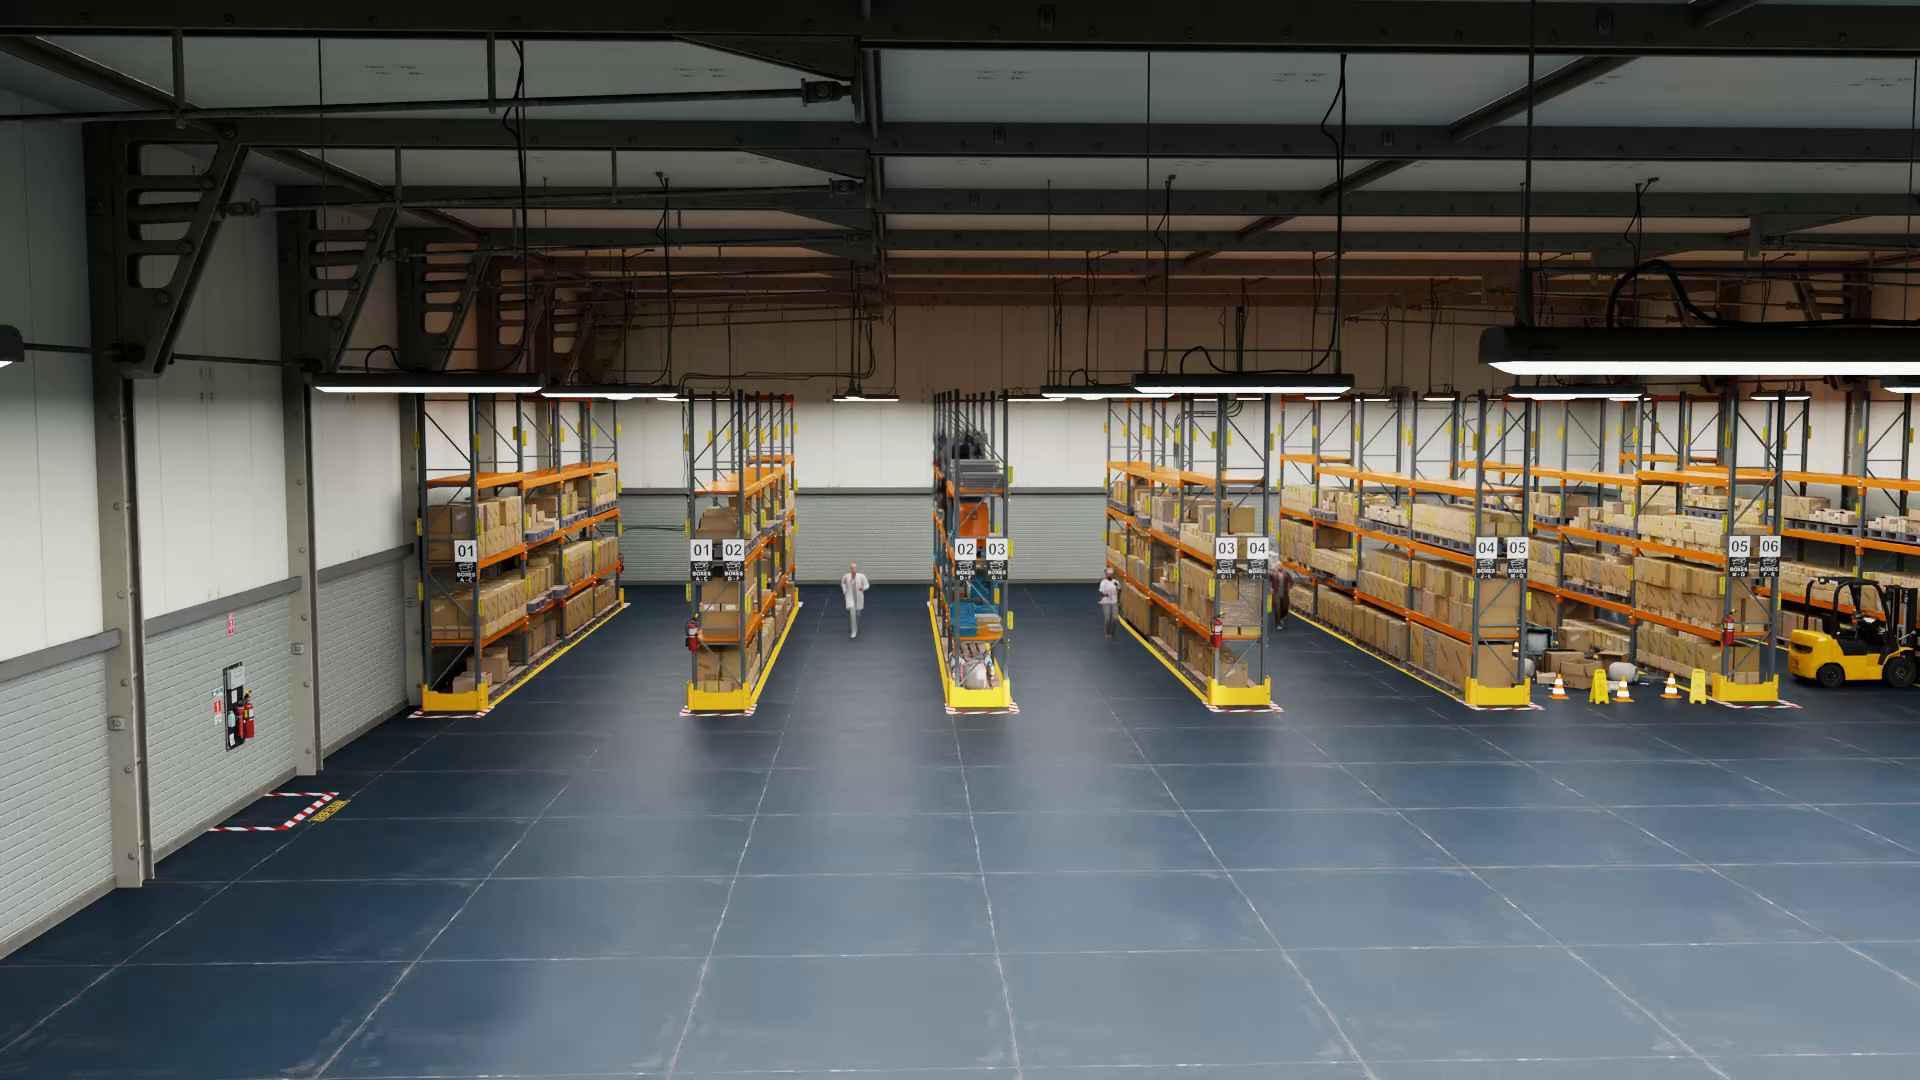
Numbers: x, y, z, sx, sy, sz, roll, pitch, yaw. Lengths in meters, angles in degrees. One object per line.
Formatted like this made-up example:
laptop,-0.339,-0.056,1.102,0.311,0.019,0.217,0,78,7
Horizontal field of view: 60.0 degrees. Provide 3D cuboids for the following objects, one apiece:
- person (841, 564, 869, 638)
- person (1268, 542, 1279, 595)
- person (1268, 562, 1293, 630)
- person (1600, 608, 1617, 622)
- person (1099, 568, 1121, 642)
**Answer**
person,-2.594,1.480,41.181,0.693,1.792,0.972,0,5,-4
person,9.061,0.904,48.749,0.793,1.731,0.623,-2,5,-26
person,8.126,1.409,42.341,0.749,1.731,0.683,0,5,-2
person,16.883,1.290,43.287,0.642,1.797,0.901,-1,5,-17
person,3.501,1.511,38.551,0.560,1.743,0.606,0,5,-5
